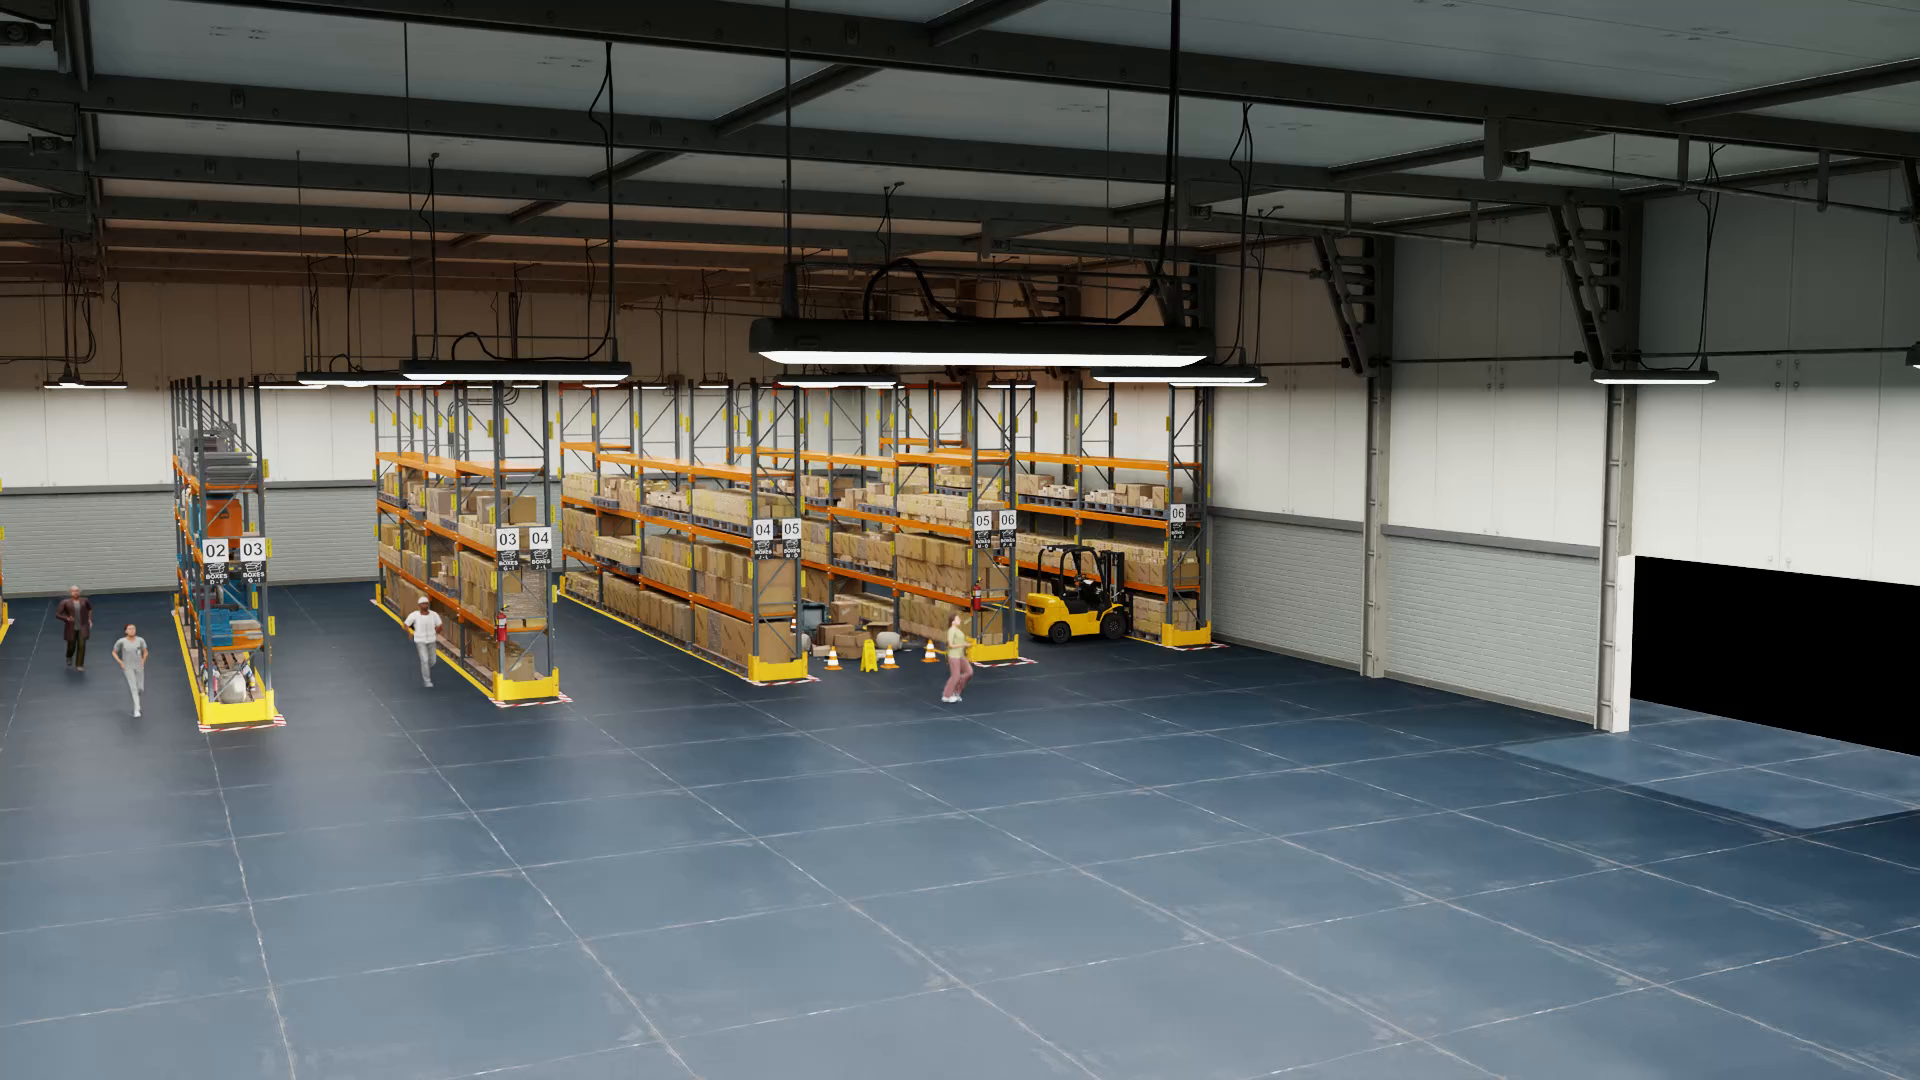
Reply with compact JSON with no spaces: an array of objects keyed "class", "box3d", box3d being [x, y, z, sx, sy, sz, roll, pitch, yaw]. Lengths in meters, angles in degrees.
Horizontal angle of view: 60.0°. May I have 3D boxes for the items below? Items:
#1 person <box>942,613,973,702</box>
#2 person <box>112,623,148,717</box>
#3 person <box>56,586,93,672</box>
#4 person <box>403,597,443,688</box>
[{"class":"person","box3d":[-0.038,2.173,30.635,0.600,1.660,0.562,2,5,21]},{"class":"person","box3d":[-14.713,2.283,29.511,0.574,1.651,0.688,-4,7,-39]},{"class":"person","box3d":[-18.153,1.816,34.132,0.718,1.735,0.833,-4,7,-39]},{"class":"person","box3d":[-10.420,1.973,32.376,0.714,1.744,0.901,-3,6,-34]}]
